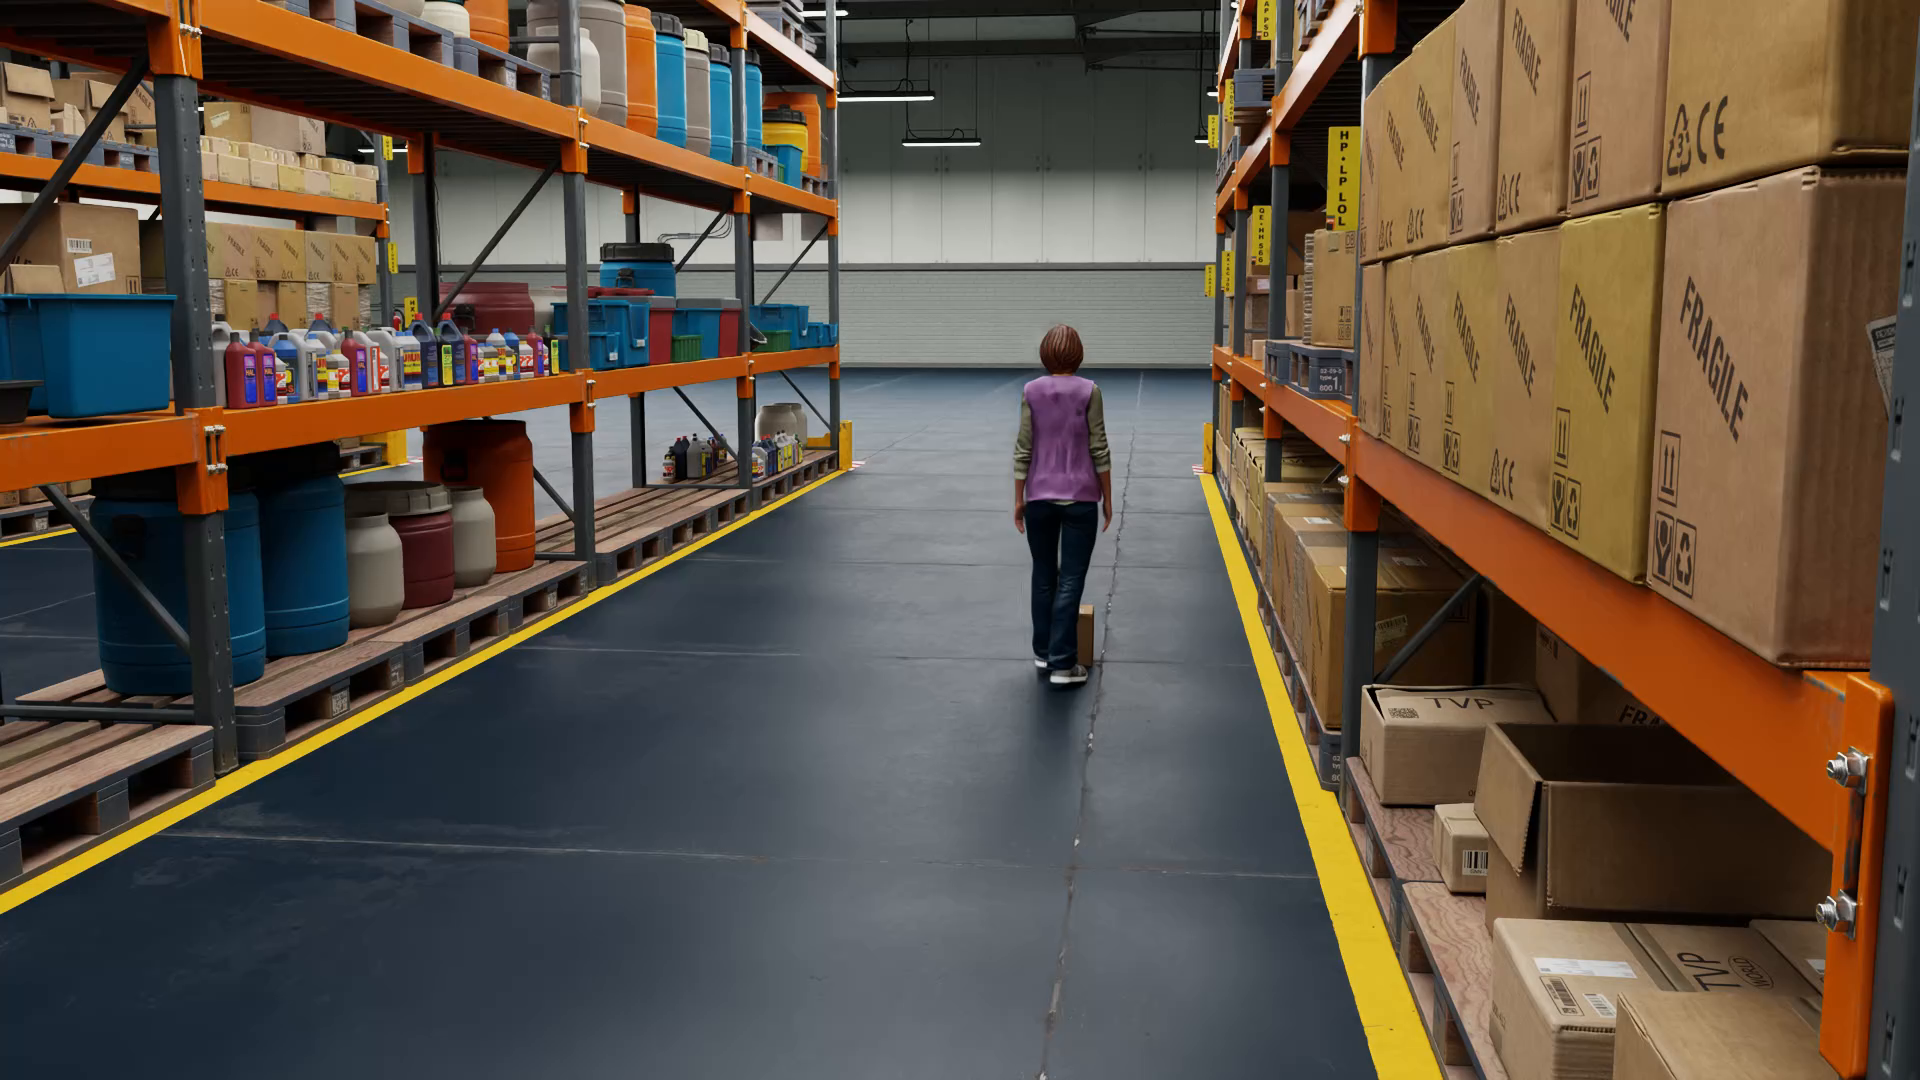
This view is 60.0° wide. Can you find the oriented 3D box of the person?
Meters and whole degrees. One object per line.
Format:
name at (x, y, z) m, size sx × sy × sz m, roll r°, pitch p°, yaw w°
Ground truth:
person at (0.490, -0.047, 7.520) m, size 0.432 × 1.345 × 0.584 m, roll 3°, pitch 8°, yaw 20°
